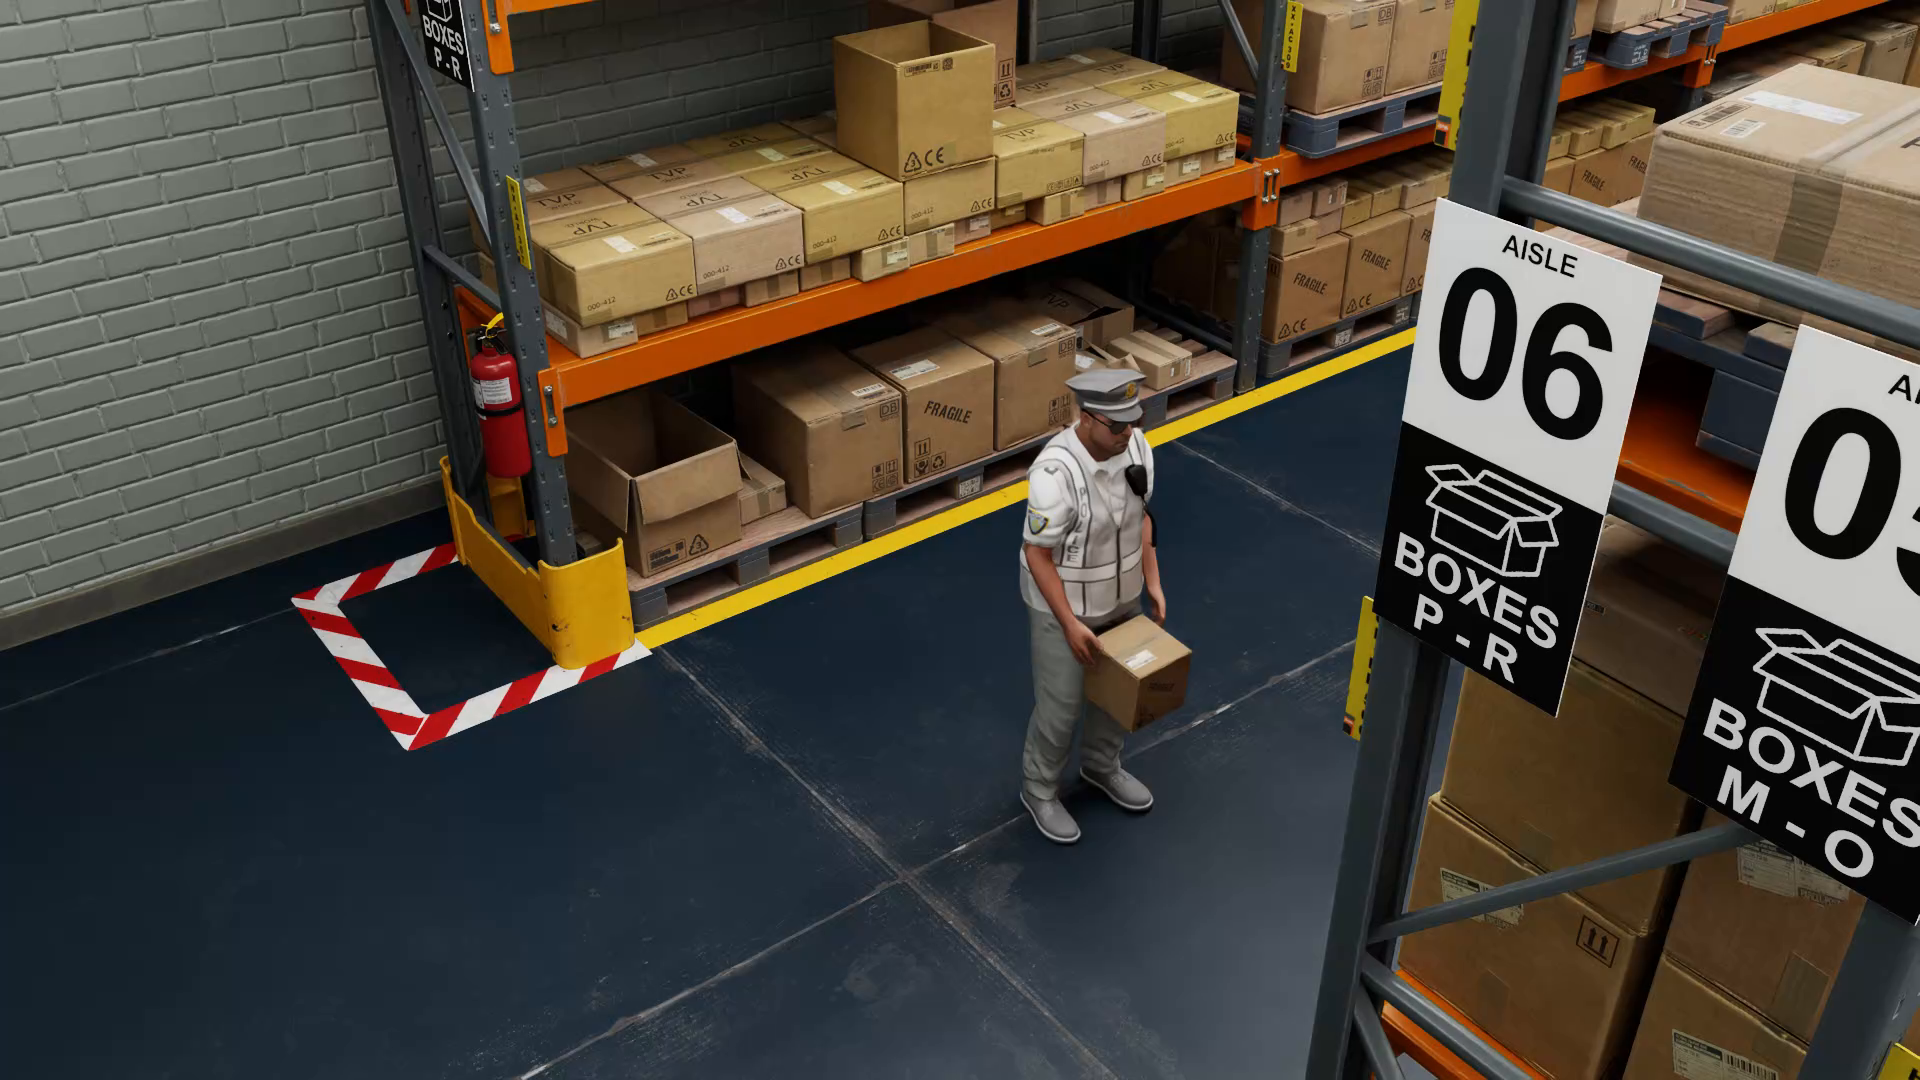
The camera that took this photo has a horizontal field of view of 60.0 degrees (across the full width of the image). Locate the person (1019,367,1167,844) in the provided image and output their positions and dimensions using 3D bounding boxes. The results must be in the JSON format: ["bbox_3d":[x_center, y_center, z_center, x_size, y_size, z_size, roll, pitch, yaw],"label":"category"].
[{"bbox_3d":[0.458,0.205,5.787,0.547,1.763,0.470,-23,39,-32],"label":"person"}]
